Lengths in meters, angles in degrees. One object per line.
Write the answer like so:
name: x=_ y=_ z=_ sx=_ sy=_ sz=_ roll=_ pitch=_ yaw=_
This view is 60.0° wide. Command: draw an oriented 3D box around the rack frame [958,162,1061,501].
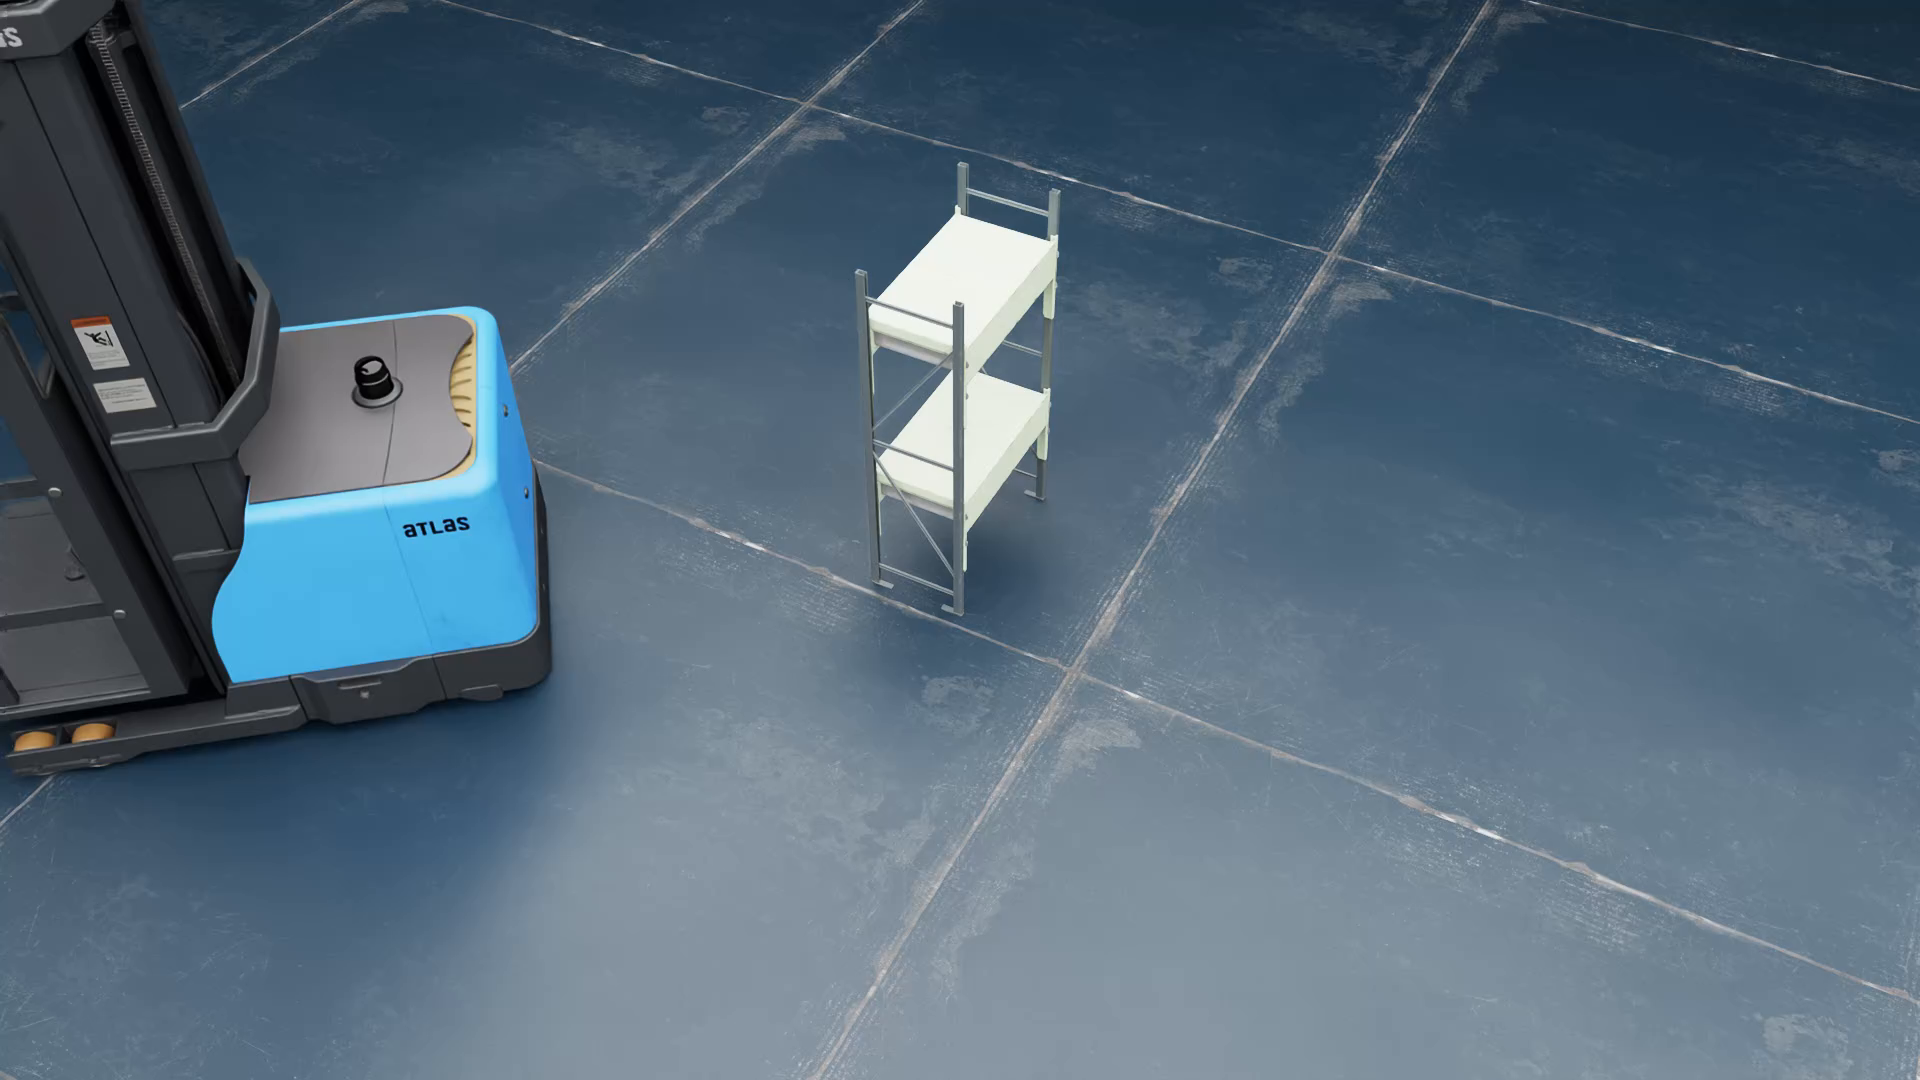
rack frame: x=0.173 y=-0.762 z=6.449 sx=0.400 sy=1.500 sz=0.023 roll=20 pitch=49 yaw=19

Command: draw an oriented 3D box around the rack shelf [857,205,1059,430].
rack shelf: x=0.003 y=-0.806 z=5.943 sx=0.431 sy=0.370 sz=0.720 roll=20 pitch=49 yaw=19

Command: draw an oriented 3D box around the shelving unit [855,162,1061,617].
shelving unit: x=0.003 y=-0.531 z=6.221 sx=0.431 sy=1.500 sz=0.755 roll=20 pitch=49 yaw=19

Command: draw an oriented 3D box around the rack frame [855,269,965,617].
rack frame: x=-0.167 y=-0.301 z=5.993 sx=0.400 sy=1.500 sz=0.023 roll=20 pitch=49 yaw=19

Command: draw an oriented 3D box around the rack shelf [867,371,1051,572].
rack shelf: x=0.003 y=-0.302 z=6.453 sx=0.431 sy=0.370 sz=0.720 roll=20 pitch=49 yaw=19

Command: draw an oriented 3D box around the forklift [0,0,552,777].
forklift: x=-3.089 y=-0.604 z=5.286 sx=3.031 sy=2.935 sz=1.130 roll=-8 pitch=46 yaw=-8
